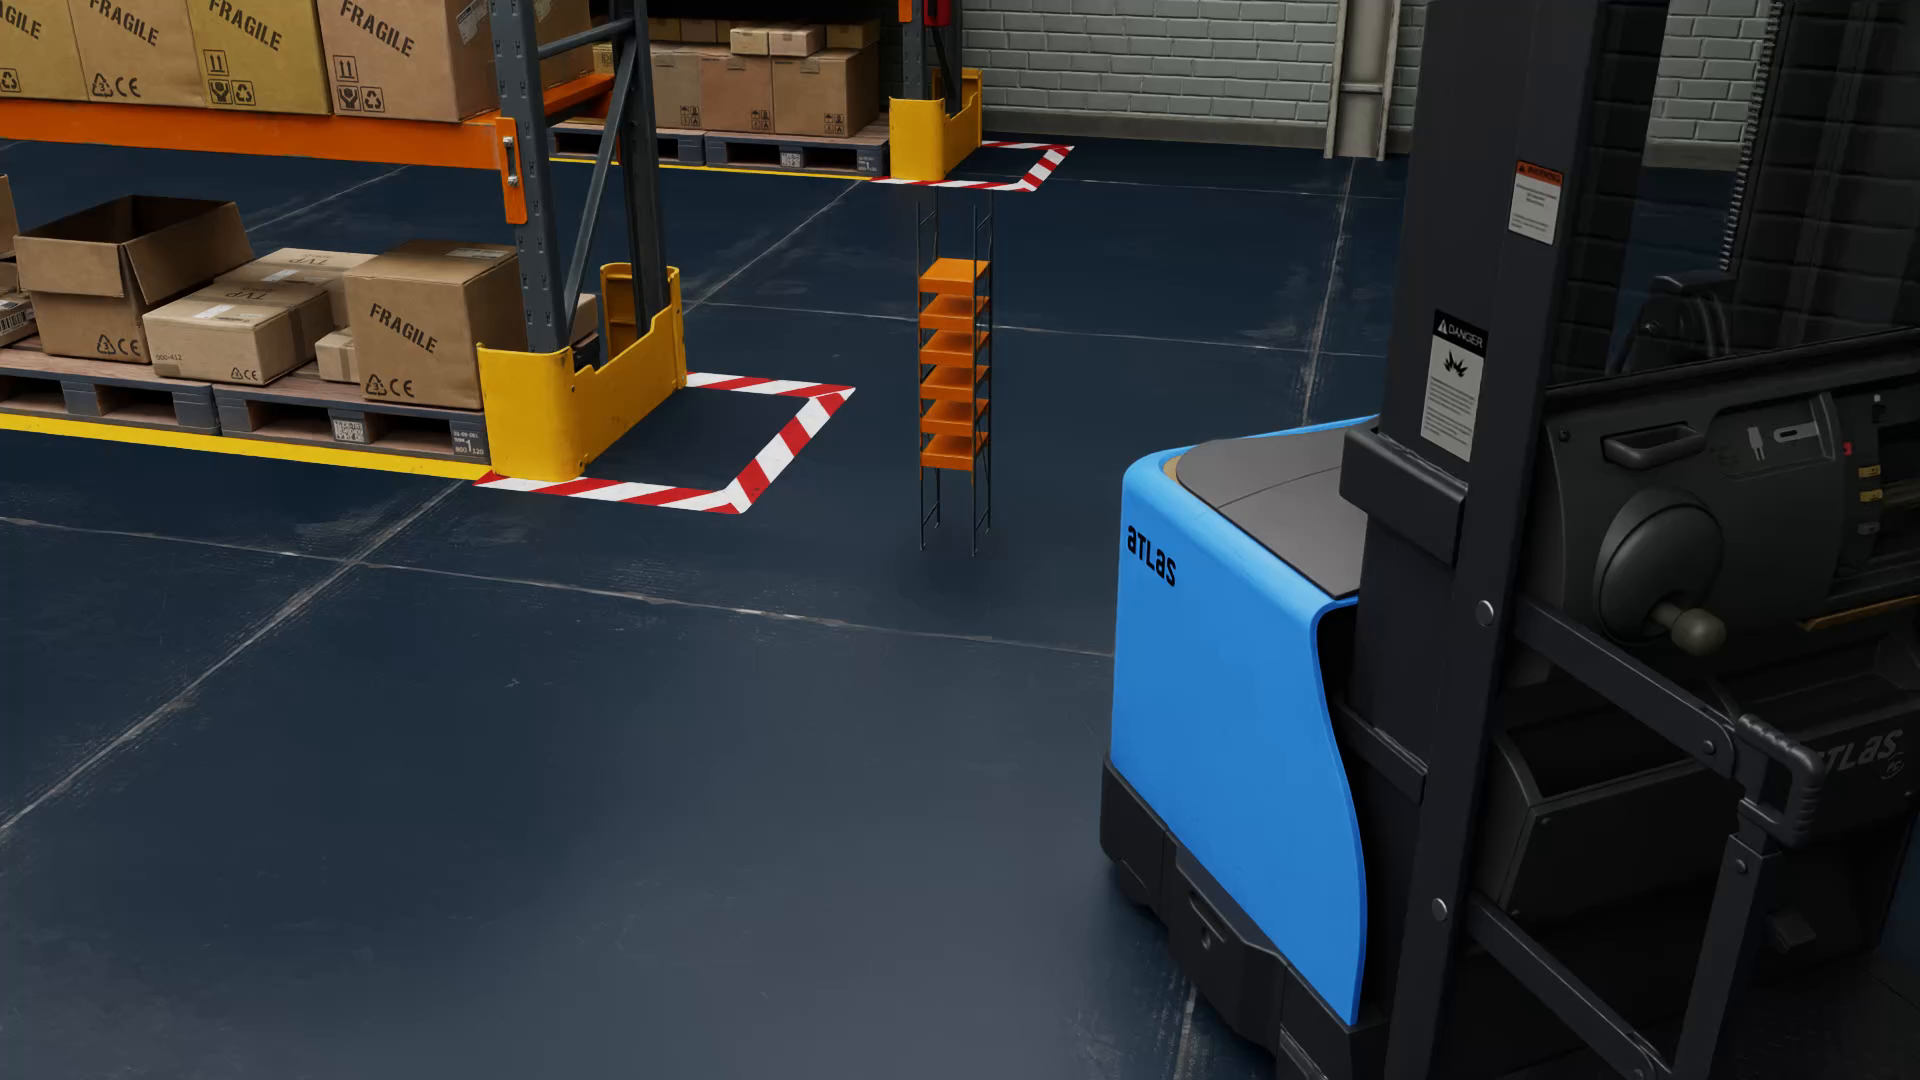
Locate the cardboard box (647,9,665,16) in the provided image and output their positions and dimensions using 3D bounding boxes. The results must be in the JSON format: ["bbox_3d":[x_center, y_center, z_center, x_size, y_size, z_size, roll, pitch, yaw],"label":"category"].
[{"bbox_3d":[-2.175,-3.498,11.273,0.250,0.149,0.380,6,26,12],"label":"cardboard box"}]

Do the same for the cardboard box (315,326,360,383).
[{"bbox_3d":[-2.358,-0.772,6.667,0.250,0.166,0.380,6,26,13],"label":"cardboard box"}]

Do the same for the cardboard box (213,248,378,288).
[{"bbox_3d":[-2.824,-1.057,7.167,0.500,0.250,0.500,6,26,13],"label":"cardboard box"}]

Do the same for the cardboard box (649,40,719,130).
[{"bbox_3d":[-1.844,-3.080,11.150,0.500,0.500,0.700,5,26,11],"label":"cardboard box"}]

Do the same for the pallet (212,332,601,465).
[{"bbox_3d":[-2.246,-0.650,6.871,1.213,0.211,1.003,6,26,13],"label":"pallet"}]

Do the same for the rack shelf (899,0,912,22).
[{"bbox_3d":[-2.107,-3.768,11.013,4.000,0.370,1.077,6,26,13],"label":"rack shelf"}]

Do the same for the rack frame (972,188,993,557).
[{"bbox_3d":[0.075,-0.533,5.475,0.006,1.200,0.240,6,26,13],"label":"rack frame"}]

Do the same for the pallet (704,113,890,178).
[{"bbox_3d":[-0.964,-2.673,11.119,1.213,0.211,1.003,6,26,13],"label":"pallet"}]

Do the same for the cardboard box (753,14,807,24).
[{"bbox_3d":[-1.192,-3.390,11.046,0.250,0.149,0.380,6,26,13],"label":"cardboard box"}]

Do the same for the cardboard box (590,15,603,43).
[{"bbox_3d":[-2.553,-3.370,11.004,0.250,0.149,0.380,6,26,12],"label":"cardboard box"}]

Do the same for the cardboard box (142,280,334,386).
[{"bbox_3d":[-2.900,-0.843,6.719,0.500,0.250,0.500,6,26,13],"label":"cardboard box"}]

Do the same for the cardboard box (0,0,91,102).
[{"bbox_3d":[-3.374,-1.960,6.261,0.500,0.500,0.500,6,26,12],"label":"cardboard box"}]

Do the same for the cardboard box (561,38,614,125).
[{"bbox_3d":[-2.363,-3.134,11.264,0.500,0.500,0.700,7,26,14],"label":"cardboard box"}]

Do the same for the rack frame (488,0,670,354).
[{"bbox_3d":[-1.400,-1.816,6.076,0.127,3.000,1.000,6,26,13],"label":"rack frame"}]

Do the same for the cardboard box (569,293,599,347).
[{"bbox_3d":[-1.720,-0.916,6.989,0.250,0.149,0.380,6,26,13],"label":"cardboard box"}]

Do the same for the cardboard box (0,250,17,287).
[{"bbox_3d":[-3.925,-1.206,7.410,0.500,0.311,0.500,6,26,13],"label":"cardboard box"}]

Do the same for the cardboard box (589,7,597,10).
[{"bbox_3d":[-2.670,-3.553,11.388,0.250,0.149,0.380,5,26,11],"label":"cardboard box"}]

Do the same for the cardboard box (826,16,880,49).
[{"bbox_3d":[-0.702,-3.336,10.933,0.250,0.149,0.380,6,26,13],"label":"cardboard box"}]

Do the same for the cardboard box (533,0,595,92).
[{"bbox_3d":[-1.764,-2.019,6.384,0.500,0.500,0.500,7,26,14],"label":"cardboard box"}]

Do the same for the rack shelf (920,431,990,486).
[{"bbox_3d":[-0.014,-0.286,5.618,0.180,0.103,0.258,6,26,13],"label":"rack shelf"}]

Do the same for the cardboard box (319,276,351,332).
[{"bbox_3d":[-2.340,-1.003,7.055,0.500,0.250,0.500,6,26,13],"label":"cardboard box"}]

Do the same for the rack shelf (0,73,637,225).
[{"bbox_3d":[-3.337,-1.706,6.680,4.000,0.370,1.077,6,26,13],"label":"rack shelf"}]

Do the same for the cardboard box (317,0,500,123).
[{"bbox_3d":[-1.901,-1.796,5.917,0.500,0.500,0.500,7,26,15],"label":"cardboard box"}]

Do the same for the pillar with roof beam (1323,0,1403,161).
[{"bbox_3d":[1.589,-4.867,5.503,0.400,9.000,9.100,6,26,13],"label":"pillar with roof beam"}]

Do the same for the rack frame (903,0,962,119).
[{"bbox_3d":[-0.170,-3.879,10.408,0.127,3.000,1.000,6,26,13],"label":"rack frame"}]

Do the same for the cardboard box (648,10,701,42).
[{"bbox_3d":[-1.930,-3.471,11.216,0.250,0.149,0.380,7,26,14],"label":"cardboard box"}]

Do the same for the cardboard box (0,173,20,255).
[{"bbox_3d":[-4.651,-1.372,7.538,0.500,0.500,0.500,6,26,13],"label":"cardboard box"}]

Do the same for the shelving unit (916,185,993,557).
[{"bbox_3d":[-0.014,-0.543,5.495,0.189,1.200,0.258,6,26,13],"label":"shelving unit"}]

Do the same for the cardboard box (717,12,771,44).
[{"bbox_3d":[-1.435,-3.417,11.102,0.250,0.149,0.380,7,26,13],"label":"cardboard box"}]

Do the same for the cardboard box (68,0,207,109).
[{"bbox_3d":[-2.886,-1.906,6.147,0.500,0.500,0.500,7,26,13],"label":"cardboard box"}]

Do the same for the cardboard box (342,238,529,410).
[{"bbox_3d":[-1.988,-0.842,6.425,0.500,0.500,0.500,6,26,13],"label":"cardboard box"}]

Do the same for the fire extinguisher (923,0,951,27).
[{"bbox_3d":[-0.139,-3.467,10.068,0.183,0.674,0.296,6,26,13],"label":"fire extinguisher"}]

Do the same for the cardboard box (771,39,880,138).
[{"bbox_3d":[-0.873,-2.973,10.925,0.500,0.500,0.700,6,26,13],"label":"cardboard box"}]

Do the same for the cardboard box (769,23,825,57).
[{"bbox_3d":[-1.042,-3.204,10.655,0.250,0.149,0.380,6,26,12],"label":"cardboard box"}]

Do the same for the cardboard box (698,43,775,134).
[{"bbox_3d":[-1.357,-3.027,11.038,0.500,0.500,0.700,6,26,13],"label":"cardboard box"}]

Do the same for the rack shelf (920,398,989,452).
[{"bbox_3d":[-0.014,-0.395,5.566,0.180,0.103,0.258,6,26,13],"label":"rack shelf"}]

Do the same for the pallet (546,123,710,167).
[{"bbox_3d":[-2.141,-2.804,11.395,1.213,0.211,1.003,6,26,13],"label":"pallet"}]

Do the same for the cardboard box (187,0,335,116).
[{"bbox_3d":[-2.405,-1.850,6.030,0.500,0.500,0.500,7,26,13],"label":"cardboard box"}]

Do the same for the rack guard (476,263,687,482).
[{"bbox_3d":[-1.473,-0.696,6.630,0.348,0.500,1.175,6,26,13],"label":"rack guard"}]

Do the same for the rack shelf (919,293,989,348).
[{"bbox_3d":[-0.014,-0.720,5.411,0.180,0.103,0.258,6,26,13],"label":"rack shelf"}]

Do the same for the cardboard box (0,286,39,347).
[{"bbox_3d":[-4.081,-0.941,7.020,0.250,0.166,0.380,6,26,13],"label":"cardboard box"}]

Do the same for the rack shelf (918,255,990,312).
[{"bbox_3d":[-0.014,-0.828,5.360,0.180,0.103,0.258,6,26,13],"label":"rack shelf"}]

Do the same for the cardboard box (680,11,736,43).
[{"bbox_3d":[-1.681,-3.444,11.159,0.250,0.149,0.380,7,26,14],"label":"cardboard box"}]

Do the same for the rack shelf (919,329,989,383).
[{"bbox_3d":[-0.014,-0.612,5.463,0.180,0.103,0.258,6,26,13],"label":"rack shelf"}]

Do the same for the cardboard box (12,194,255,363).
[{"bbox_3d":[-3.453,-1.117,6.999,0.637,0.503,0.797,6,26,13],"label":"cardboard box"}]

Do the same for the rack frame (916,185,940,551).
[{"bbox_3d":[-0.103,-0.553,5.516,0.006,1.200,0.240,6,26,13],"label":"rack frame"}]

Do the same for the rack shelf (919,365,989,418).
[{"bbox_3d":[-0.014,-0.503,5.514,0.180,0.103,0.258,6,26,13],"label":"rack shelf"}]

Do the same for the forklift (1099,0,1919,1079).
[{"bbox_3d":[1.375,-0.036,2.416,1.130,2.935,3.031,-10,27,-20],"label":"forklift"}]

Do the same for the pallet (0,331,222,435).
[{"bbox_3d":[-3.424,-0.782,7.147,1.213,0.211,1.003,6,26,13],"label":"pallet"}]

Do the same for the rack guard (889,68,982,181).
[{"bbox_3d":[-0.146,-2.748,10.940,0.348,0.500,1.175,6,26,13],"label":"rack guard"}]

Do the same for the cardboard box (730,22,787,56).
[{"bbox_3d":[-1.290,-3.231,10.712,0.250,0.149,0.380,7,26,14],"label":"cardboard box"}]

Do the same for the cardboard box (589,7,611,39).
[{"bbox_3d":[-2.425,-3.526,11.331,0.250,0.149,0.380,7,26,14],"label":"cardboard box"}]
